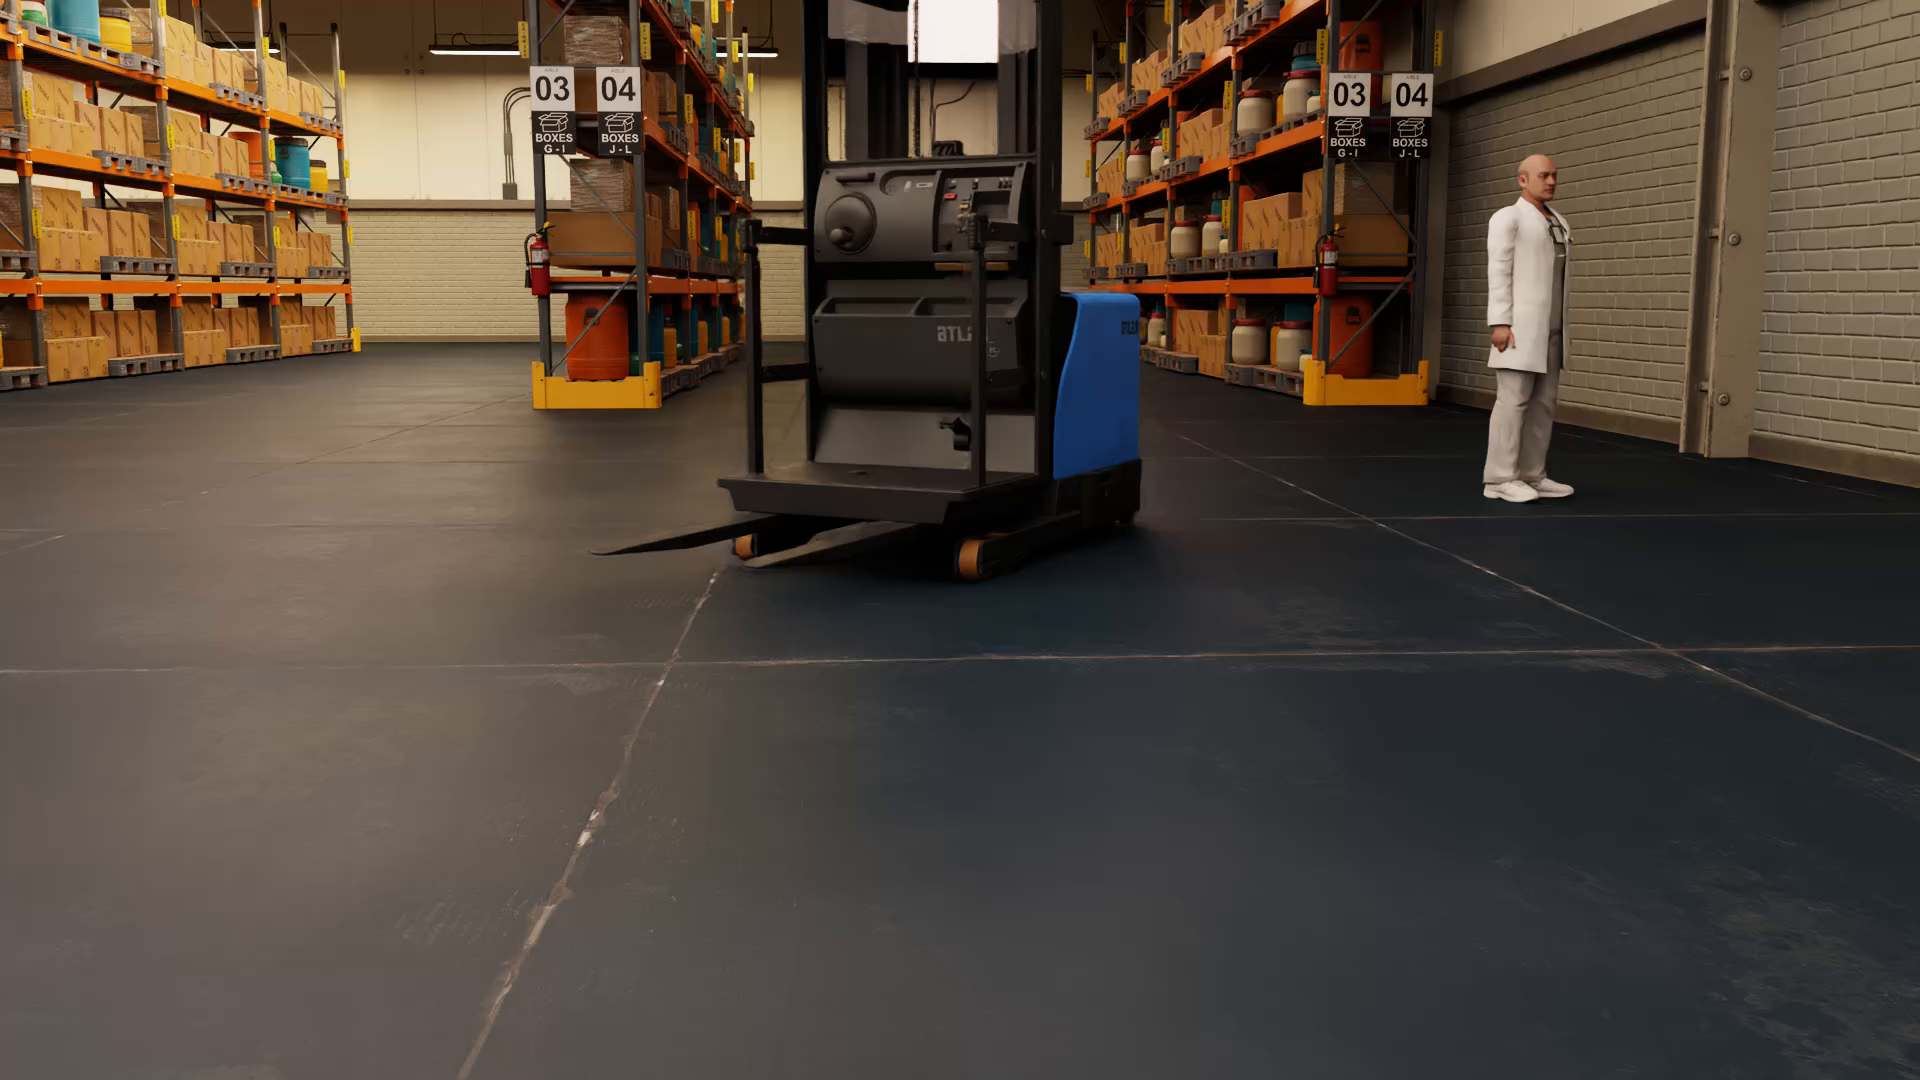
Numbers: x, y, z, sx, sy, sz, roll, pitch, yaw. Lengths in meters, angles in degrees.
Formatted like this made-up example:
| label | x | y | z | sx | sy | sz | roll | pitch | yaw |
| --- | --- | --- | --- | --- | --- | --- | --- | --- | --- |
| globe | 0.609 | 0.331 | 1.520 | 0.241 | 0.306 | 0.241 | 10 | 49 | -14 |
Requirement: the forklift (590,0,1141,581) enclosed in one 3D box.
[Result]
| label | x | y | z | sx | sy | sz | roll | pitch | yaw |
| --- | --- | --- | --- | --- | --- | --- | --- | --- | --- |
| forklift | -0.260 | -1.366 | 6.529 | 1.130 | 2.935 | 3.031 | 4 | 9 | 26 |

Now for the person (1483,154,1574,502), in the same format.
| label | x | y | z | sx | sy | sz | roll | pitch | yaw |
| --- | --- | --- | --- | --- | --- | --- | --- | --- | --- |
| person | 3.010 | -1.105 | 8.686 | 0.588 | 1.783 | 0.390 | -6 | 11 | -36 |
